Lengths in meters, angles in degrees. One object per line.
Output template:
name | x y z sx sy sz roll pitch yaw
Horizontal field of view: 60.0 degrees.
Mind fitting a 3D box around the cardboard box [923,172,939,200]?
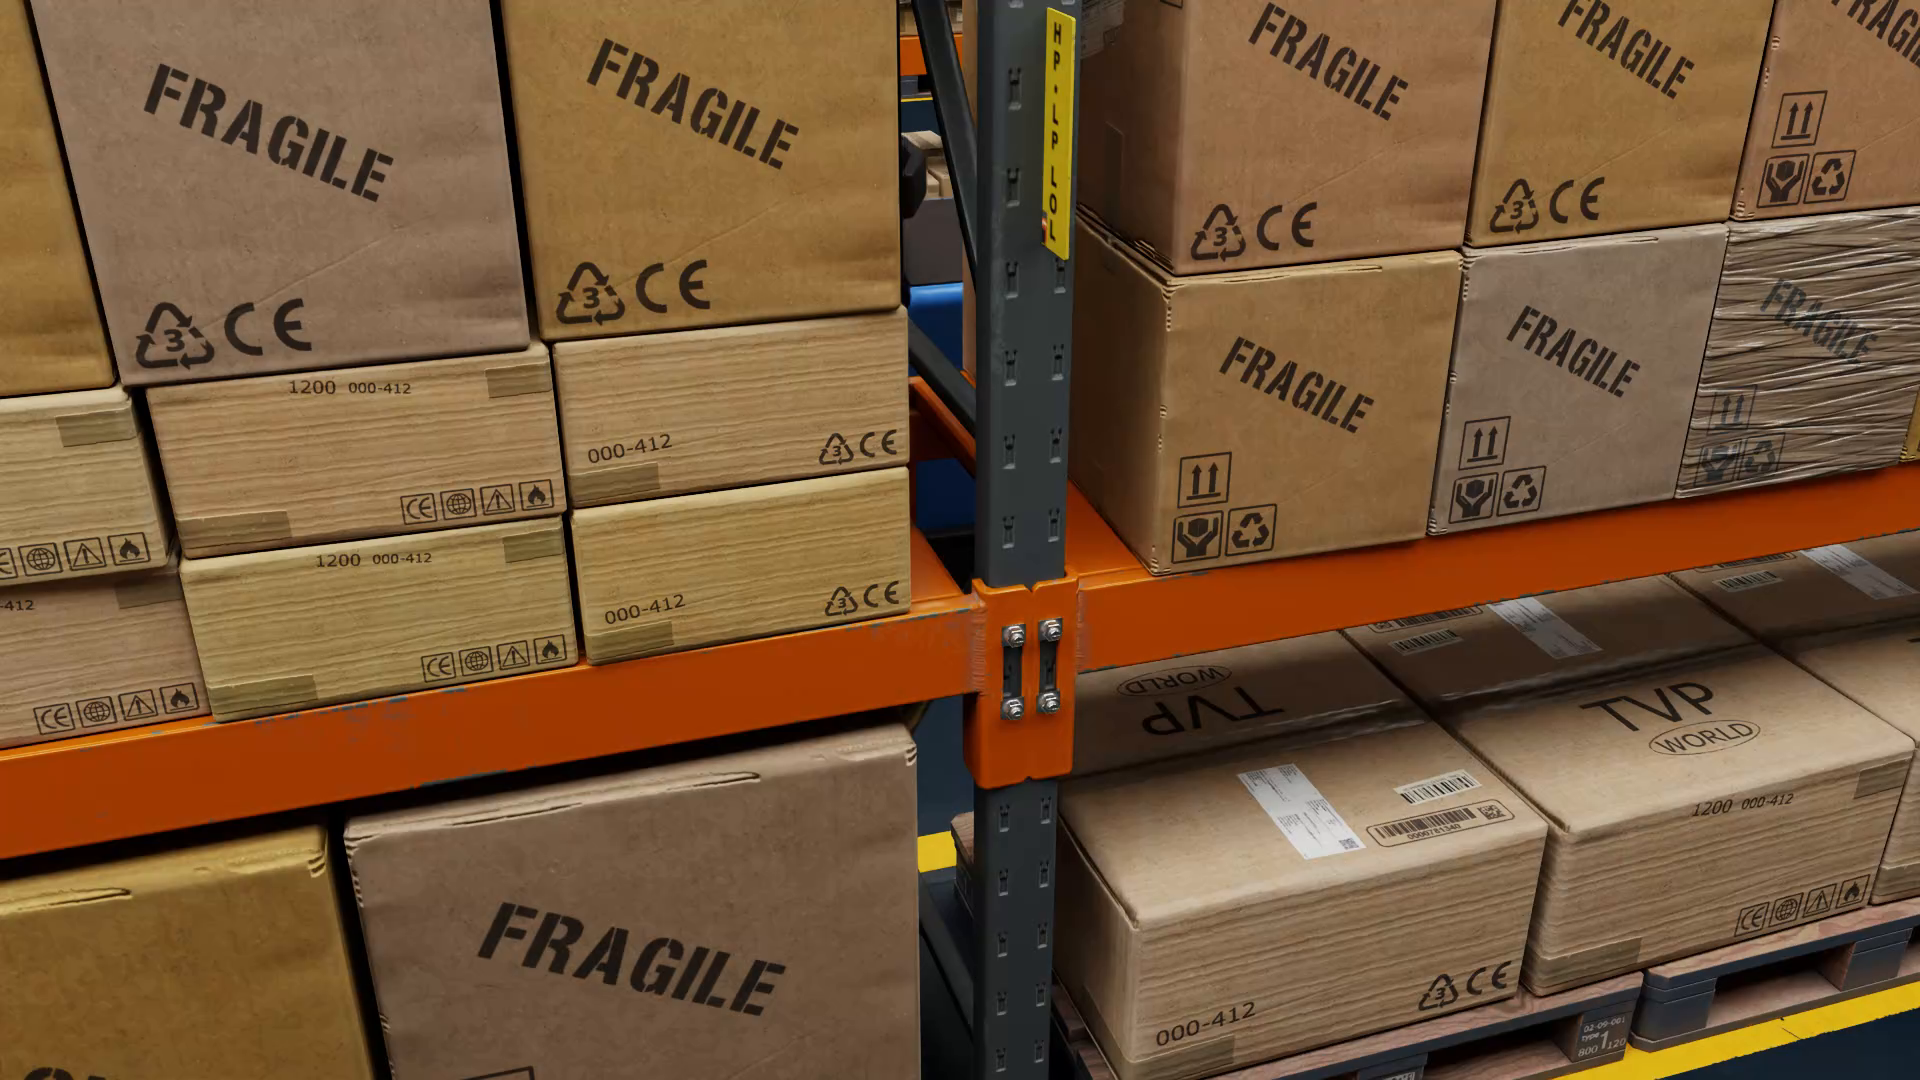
cardboard box | -0.268 -1.630 7.726 0.250 0.149 0.380 -8 27 -15

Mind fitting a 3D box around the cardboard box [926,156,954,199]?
cardboard box | -0.034 -1.703 7.872 0.250 0.149 0.380 -9 28 -18

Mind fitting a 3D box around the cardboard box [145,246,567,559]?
cardboard box | -0.861 -0.221 2.428 0.500 0.250 0.500 -8 27 -15

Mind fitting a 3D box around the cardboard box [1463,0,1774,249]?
cardboard box | 0.966 -0.822 2.796 0.500 0.500 0.500 -9 28 -17

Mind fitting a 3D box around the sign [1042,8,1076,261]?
sign | 0.133 -0.554 2.280 0.005 0.325 0.100 -8 28 -16

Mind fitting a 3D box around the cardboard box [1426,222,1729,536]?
cardboard box | 0.963 -0.366 3.001 0.500 0.500 0.500 -8 28 -16

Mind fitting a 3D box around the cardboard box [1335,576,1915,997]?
cardboard box | 1.437 0.495 3.788 0.875 0.438 0.875 -9 28 -18

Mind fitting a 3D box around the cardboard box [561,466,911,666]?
cardboard box | -0.393 -0.064 2.674 0.500 0.250 0.500 -9 28 -17

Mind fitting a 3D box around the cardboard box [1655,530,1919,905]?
cardboard box | 2.295 0.372 4.036 0.875 0.438 0.875 -7 27 -15

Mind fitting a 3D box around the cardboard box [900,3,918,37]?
cardboard box | -0.322 -2.334 7.361 0.250 0.149 0.380 -8 27 -15

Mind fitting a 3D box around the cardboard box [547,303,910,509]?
cardboard box | -0.388 -0.293 2.573 0.500 0.250 0.500 -8 28 -16

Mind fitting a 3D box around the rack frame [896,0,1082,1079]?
rack frame | -0.044 -0.299 2.980 0.127 3.000 1.000 -8 28 -16

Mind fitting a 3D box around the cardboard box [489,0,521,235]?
cardboard box | -0.552 -0.853 2.858 0.500 0.500 0.500 -8 27 -16

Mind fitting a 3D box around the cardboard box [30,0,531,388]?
cardboard box | -0.881 -0.550 2.248 0.500 0.500 0.500 -8 27 -15

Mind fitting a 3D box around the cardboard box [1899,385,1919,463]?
cardboard box | 1.927 -0.502 3.276 0.500 0.500 0.500 -7 27 -15

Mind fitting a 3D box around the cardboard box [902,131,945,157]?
cardboard box | -0.198 -1.926 8.321 0.250 0.149 0.380 -9 28 -18

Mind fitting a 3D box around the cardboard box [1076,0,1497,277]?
cardboard box | 0.483 -0.755 2.661 0.500 0.500 0.500 -8 28 -16

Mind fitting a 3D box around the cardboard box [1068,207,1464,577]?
cardboard box | 0.483 -0.298 2.865 0.500 0.500 0.500 -7 27 -14

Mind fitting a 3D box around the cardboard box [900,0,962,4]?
cardboard box | -0.166 -2.643 7.254 0.500 0.500 0.500 -9 28 -17

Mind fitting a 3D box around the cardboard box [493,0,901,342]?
cardboard box | -0.391 -0.624 2.397 0.500 0.500 0.500 -7 27 -14

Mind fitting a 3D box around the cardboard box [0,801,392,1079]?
cardboard box | -1.466 0.711 2.862 0.875 0.875 0.875 -7 27 -15

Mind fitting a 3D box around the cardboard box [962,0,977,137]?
cardboard box | 0.319 -0.974 3.101 0.500 0.500 0.500 -8 28 -17

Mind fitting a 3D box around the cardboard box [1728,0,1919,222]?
cardboard box | 1.456 -0.888 2.928 0.500 0.500 0.500 -8 27 -15

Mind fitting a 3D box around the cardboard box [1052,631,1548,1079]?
cardboard box | 0.586 0.619 3.539 0.875 0.438 0.875 -9 28 -17

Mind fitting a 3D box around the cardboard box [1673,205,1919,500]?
cardboard box | 1.438 -0.431 3.133 0.500 0.500 0.500 -8 28 -16

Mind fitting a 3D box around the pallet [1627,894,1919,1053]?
pallet | 1.865 0.708 4.086 1.213 0.211 1.003 -8 28 -16

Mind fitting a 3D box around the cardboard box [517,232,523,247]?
cardboard box | -0.550 -0.515 3.020 0.500 0.250 0.500 -9 28 -18

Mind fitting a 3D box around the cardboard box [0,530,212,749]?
cardboard box | -1.363 0.067 2.410 0.500 0.250 0.500 -9 28 -17

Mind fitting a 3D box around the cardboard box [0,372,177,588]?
cardboard box | -1.352 -0.147 2.279 0.500 0.250 0.500 -8 27 -15

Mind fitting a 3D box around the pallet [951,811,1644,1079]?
pallet | 0.703 0.878 3.744 1.213 0.211 1.003 -8 28 -16

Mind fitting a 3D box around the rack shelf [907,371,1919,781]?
rack shelf | 1.857 -0.253 3.695 4.000 0.370 1.077 -8 28 -16

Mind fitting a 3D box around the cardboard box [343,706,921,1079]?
cardboard box | -0.609 0.583 3.119 0.875 0.875 0.875 -7 27 -14

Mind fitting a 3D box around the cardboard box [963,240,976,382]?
cardboard box | 0.318 -0.516 3.304 0.500 0.500 0.500 -8 27 -16

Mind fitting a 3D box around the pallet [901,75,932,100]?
pallet | -0.046 -3.648 12.861 1.213 0.211 1.003 -8 28 -16

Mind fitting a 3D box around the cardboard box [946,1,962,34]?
cardboard box | -0.065 -2.368 7.430 0.250 0.149 0.380 -7 27 -14

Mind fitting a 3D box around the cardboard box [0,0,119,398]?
cardboard box | -1.369 -0.488 2.124 0.500 0.500 0.500 -7 27 -15

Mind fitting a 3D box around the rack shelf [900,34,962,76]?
rack shelf | 0.228 -2.332 7.882 4.000 0.370 1.077 -8 28 -16

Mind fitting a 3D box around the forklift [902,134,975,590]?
forklift | -0.960 -1.192 4.855 3.031 2.935 1.130 -7 27 -14

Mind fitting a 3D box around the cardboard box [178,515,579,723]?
cardboard box | -0.877 0.006 2.534 0.500 0.250 0.500 -9 28 -17

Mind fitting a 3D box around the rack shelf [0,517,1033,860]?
rack shelf | -1.946 0.298 2.585 4.000 0.370 1.077 -8 28 -16
